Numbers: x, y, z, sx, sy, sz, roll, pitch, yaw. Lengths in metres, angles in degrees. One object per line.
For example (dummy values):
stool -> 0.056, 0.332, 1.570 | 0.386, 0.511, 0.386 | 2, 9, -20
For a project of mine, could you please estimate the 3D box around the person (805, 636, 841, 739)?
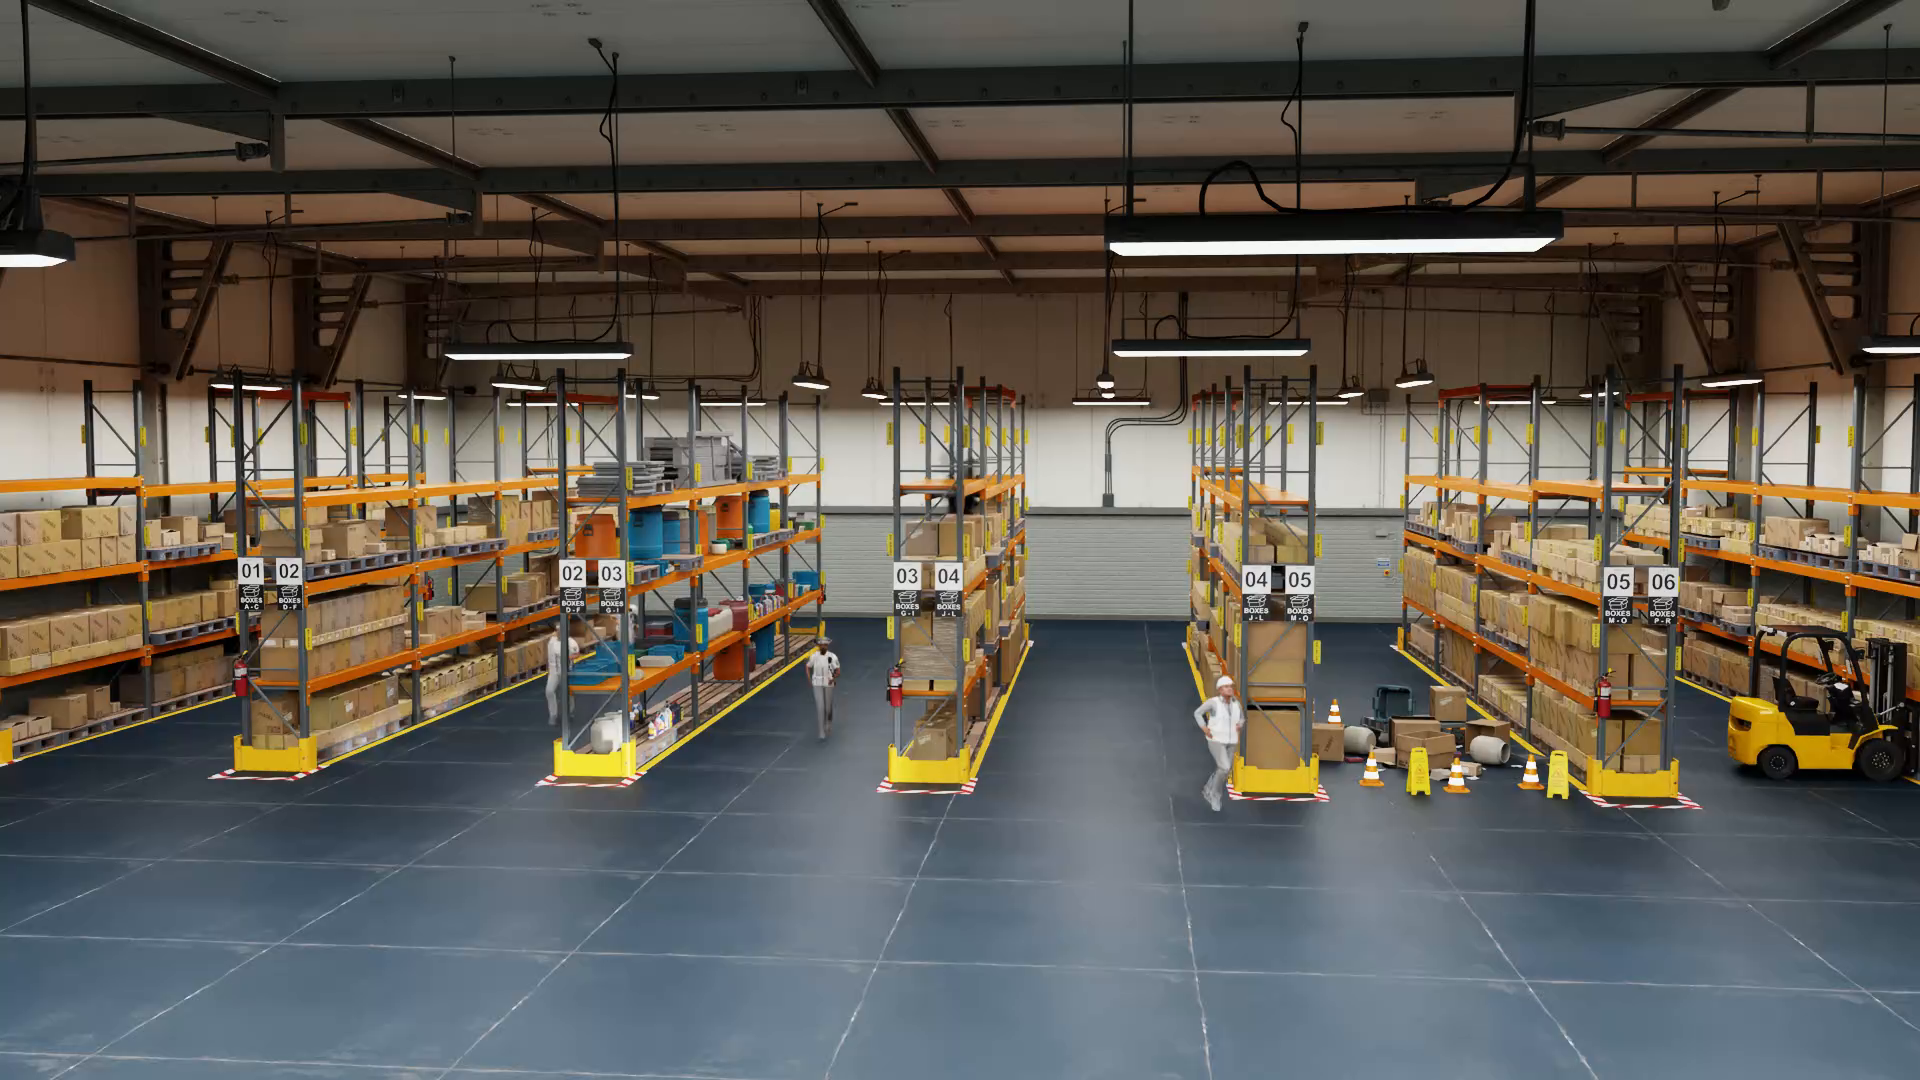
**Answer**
person -> -2.292, 2.435, 27.813 | 0.600, 1.684, 0.747 | 0, 4, -3

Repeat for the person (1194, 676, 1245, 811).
person -> 3.552, 2.742, 22.434 | 0.682, 1.812, 0.642 | -2, 4, -25

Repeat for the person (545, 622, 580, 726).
person -> -6.933, 2.334, 29.071 | 0.636, 1.847, 0.818 | 0, 4, 4

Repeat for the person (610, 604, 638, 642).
person -> -7.186, 1.959, 35.684 | 0.661, 1.639, 0.572 | 0, 4, -1
